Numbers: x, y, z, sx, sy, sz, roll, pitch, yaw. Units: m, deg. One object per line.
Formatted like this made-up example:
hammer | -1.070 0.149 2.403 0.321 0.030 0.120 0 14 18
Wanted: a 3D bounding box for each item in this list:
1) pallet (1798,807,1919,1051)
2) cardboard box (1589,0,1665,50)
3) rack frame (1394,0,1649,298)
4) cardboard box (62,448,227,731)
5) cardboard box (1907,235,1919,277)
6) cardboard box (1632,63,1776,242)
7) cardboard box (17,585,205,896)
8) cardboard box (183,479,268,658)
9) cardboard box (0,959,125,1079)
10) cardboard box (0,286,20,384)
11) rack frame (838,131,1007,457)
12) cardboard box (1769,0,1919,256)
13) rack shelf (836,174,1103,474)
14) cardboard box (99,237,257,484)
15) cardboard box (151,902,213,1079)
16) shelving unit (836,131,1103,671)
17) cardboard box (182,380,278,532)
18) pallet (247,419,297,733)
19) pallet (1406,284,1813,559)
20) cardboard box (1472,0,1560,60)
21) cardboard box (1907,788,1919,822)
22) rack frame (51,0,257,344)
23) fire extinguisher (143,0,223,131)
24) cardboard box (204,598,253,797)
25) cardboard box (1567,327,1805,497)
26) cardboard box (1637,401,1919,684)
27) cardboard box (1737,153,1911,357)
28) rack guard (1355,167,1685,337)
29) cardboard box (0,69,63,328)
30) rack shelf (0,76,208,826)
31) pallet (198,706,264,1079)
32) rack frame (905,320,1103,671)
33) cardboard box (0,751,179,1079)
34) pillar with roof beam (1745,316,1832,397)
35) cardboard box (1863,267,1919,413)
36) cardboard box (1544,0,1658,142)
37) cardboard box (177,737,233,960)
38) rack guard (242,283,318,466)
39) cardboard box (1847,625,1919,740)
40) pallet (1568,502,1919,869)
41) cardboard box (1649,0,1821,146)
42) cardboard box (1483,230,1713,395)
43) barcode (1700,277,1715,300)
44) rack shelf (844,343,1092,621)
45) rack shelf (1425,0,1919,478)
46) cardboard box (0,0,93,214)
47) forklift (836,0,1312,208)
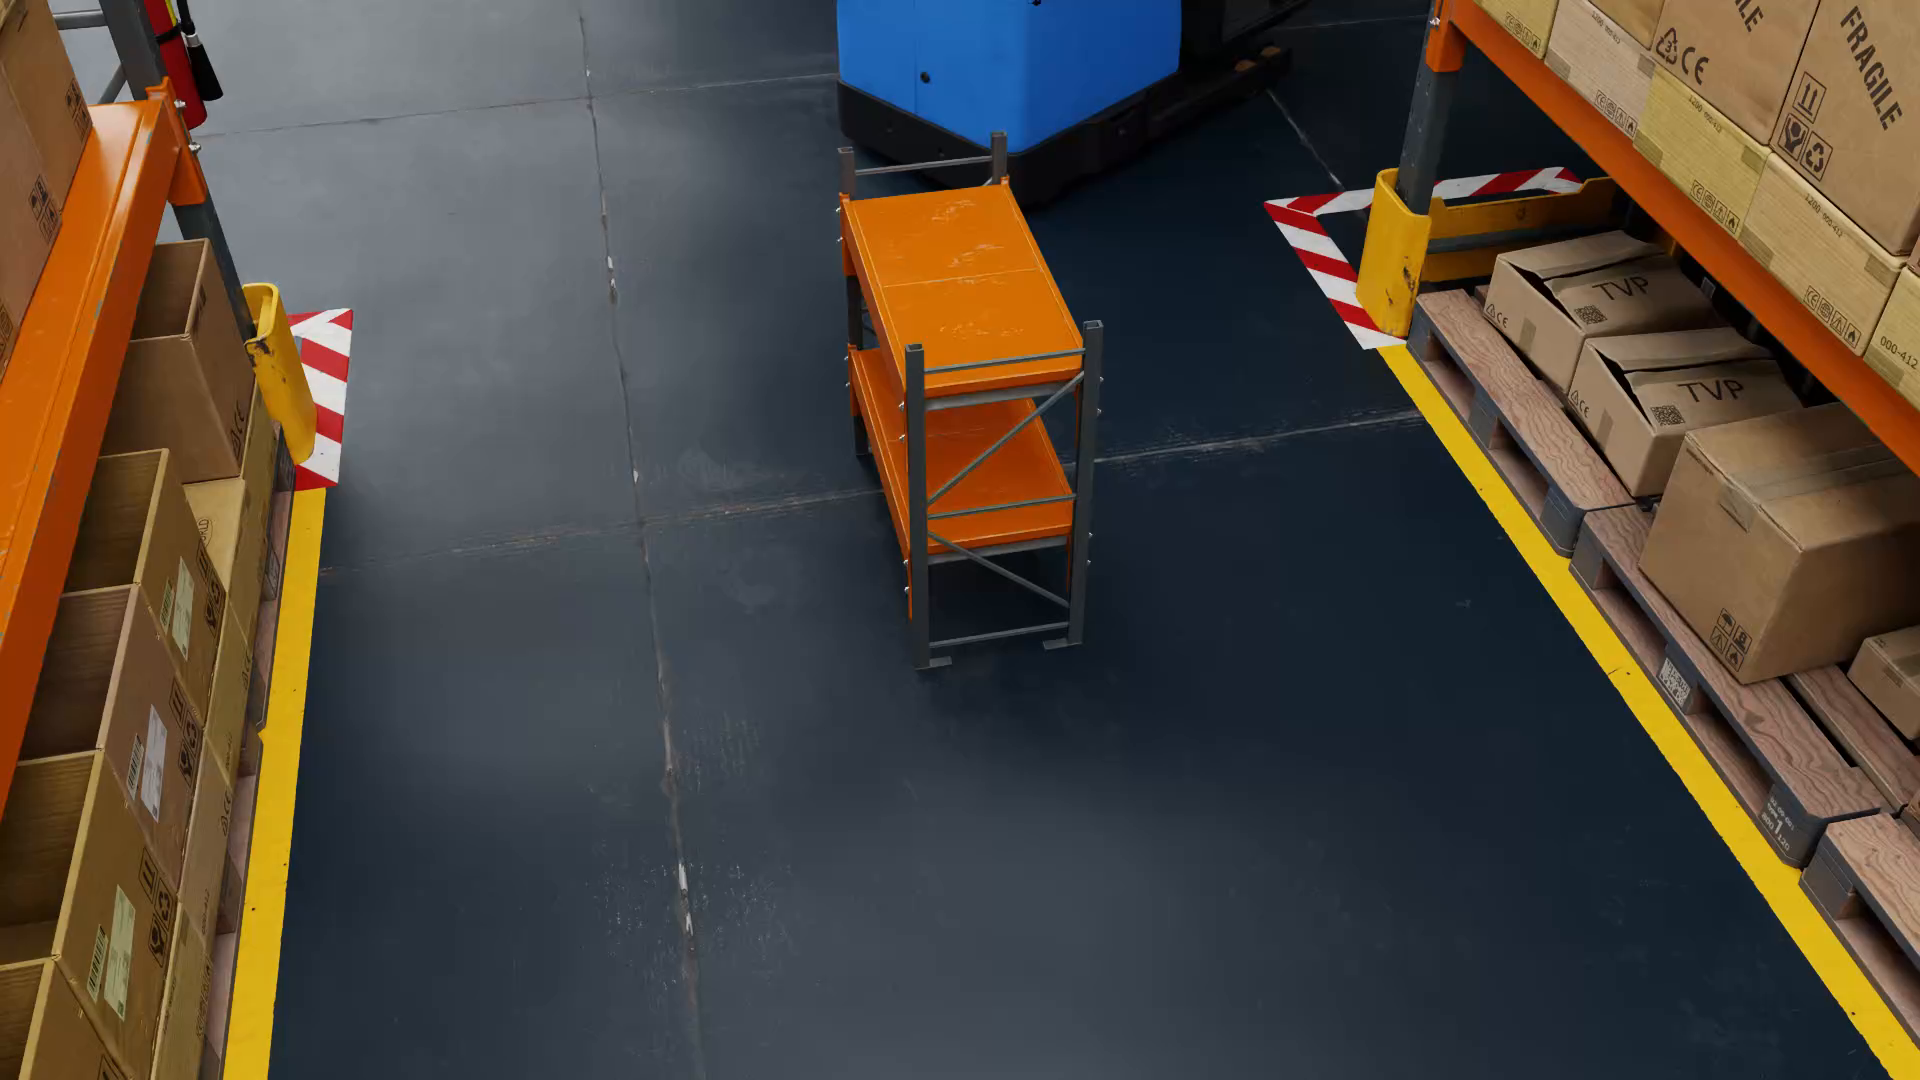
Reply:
pallet | 2.759 1.105 3.846 1.003 0.211 1.213 -8 42 -9
cardboard box | 1.981 -1.658 4.391 0.500 0.500 0.500 -8 42 -9
rack frame | 2.075 -2.100 5.356 1.000 3.000 0.127 -8 42 -9
cardboard box | -2.125 0.154 4.007 0.500 0.500 0.500 -8 42 -9
cardboard box | 2.322 -0.652 3.258 0.500 0.500 0.500 -9 42 -11
cardboard box | 2.100 -1.024 4.242 0.500 0.250 0.500 -9 42 -10
cardboard box | -2.018 0.478 3.642 0.500 0.500 0.500 -8 42 -9
cardboard box | -2.238 0.111 4.620 0.500 0.250 0.500 -8 42 -9
cardboard box | -1.808 1.127 2.911 0.500 0.500 0.500 -8 42 -9
cardboard box | -2.454 -0.459 3.432 0.700 0.500 0.500 -8 42 -9
rack frame | -0.108 -0.746 5.243 0.500 1.125 0.032 -8 42 -9
cardboard box | 2.210 -0.989 3.638 0.500 0.500 0.500 -7 42 -8
rack shelf | 0.001 -0.635 4.677 0.538 0.278 1.000 -8 42 -9
cardboard box | -2.355 -0.492 4.735 0.500 0.500 0.500 -8 42 -9
cardboard box | -1.908 1.082 3.526 0.500 0.250 0.500 -8 42 -9
shelving unit | 0.001 -0.416 4.872 0.538 1.125 1.048 -8 42 -9
cardboard box | -2.357 -0.211 4.984 0.500 0.250 0.500 -8 42 -9
pallet | -2.556 0.144 4.928 1.003 0.211 1.213 -8 42 -9
pallet | 2.232 -0.476 5.628 1.003 0.211 1.213 -8 42 -9
cardboard box | 1.870 -1.690 4.992 0.500 0.250 0.500 -9 42 -11
cardboard box | 2.675 0.596 3.871 0.500 0.500 0.500 -11 43 -12
rack frame | -2.762 -1.388 4.554 1.000 3.000 0.127 -8 42 -9
fire extinguisher | -2.333 -1.502 4.741 0.296 0.674 0.183 -8 42 -9
cardboard box | -2.128 0.435 4.256 0.500 0.250 0.500 -8 42 -9
cardboard box | 2.259 -0.428 5.167 0.500 0.311 0.500 -5 42 -6
cardboard box | 2.369 -0.016 4.560 0.700 0.500 0.500 -11 43 -12
cardboard box | 2.207 -0.696 3.873 0.500 0.250 0.500 -8 42 -9
rack guard | 2.091 -1.116 6.131 1.175 0.500 0.348 -8 42 -9
cardboard box | -2.555 -0.781 3.795 0.700 0.500 0.500 -7 42 -8
rack shelf | -2.330 0.177 3.332 1.077 0.370 4.000 -8 42 -9
pallet | -2.296 0.934 4.039 1.003 0.211 1.213 -8 42 -9
rack frame | 0.111 -0.087 4.500 0.500 1.125 0.032 -8 42 -9
cardboard box | -1.908 0.802 3.277 0.500 0.500 0.500 -8 42 -9
pillar with roof beam | -1.133 -3.397 2.298 9.100 9.000 0.400 -8 42 -9
cardboard box | 2.317 -0.370 3.506 0.500 0.250 0.500 -9 42 -10
cardboard box | 1.996 -1.355 4.615 0.500 0.250 0.500 -10 42 -11
cardboard box | -2.022 0.759 3.890 0.500 0.250 0.500 -8 42 -9
rack guard | -2.767 -0.469 5.401 1.175 0.500 0.348 -8 42 -9
cardboard box | 2.612 0.355 4.407 0.380 0.149 0.250 -12 43 -13
pallet | 2.492 0.313 4.739 1.003 0.211 1.213 -8 42 -9
cardboard box | 2.087 -1.322 4.013 0.500 0.500 0.500 -10 42 -11
cardboard box | 2.136 -0.798 5.583 0.500 0.311 0.500 -13 43 -14
barcode | 2.531 -0.847 5.632 0.001 0.075 0.075 -8 42 -9
rack shelf | 0.001 -0.233 5.034 0.538 0.278 1.000 -8 42 -9
rack shelf | 2.506 -0.535 4.135 1.077 0.370 4.000 -8 42 -9
cardboard box | -2.673 -1.121 4.178 0.700 0.500 0.500 -8 42 -9
forklift | 0.864 -3.295 6.754 1.130 2.935 3.031 32 51 31
